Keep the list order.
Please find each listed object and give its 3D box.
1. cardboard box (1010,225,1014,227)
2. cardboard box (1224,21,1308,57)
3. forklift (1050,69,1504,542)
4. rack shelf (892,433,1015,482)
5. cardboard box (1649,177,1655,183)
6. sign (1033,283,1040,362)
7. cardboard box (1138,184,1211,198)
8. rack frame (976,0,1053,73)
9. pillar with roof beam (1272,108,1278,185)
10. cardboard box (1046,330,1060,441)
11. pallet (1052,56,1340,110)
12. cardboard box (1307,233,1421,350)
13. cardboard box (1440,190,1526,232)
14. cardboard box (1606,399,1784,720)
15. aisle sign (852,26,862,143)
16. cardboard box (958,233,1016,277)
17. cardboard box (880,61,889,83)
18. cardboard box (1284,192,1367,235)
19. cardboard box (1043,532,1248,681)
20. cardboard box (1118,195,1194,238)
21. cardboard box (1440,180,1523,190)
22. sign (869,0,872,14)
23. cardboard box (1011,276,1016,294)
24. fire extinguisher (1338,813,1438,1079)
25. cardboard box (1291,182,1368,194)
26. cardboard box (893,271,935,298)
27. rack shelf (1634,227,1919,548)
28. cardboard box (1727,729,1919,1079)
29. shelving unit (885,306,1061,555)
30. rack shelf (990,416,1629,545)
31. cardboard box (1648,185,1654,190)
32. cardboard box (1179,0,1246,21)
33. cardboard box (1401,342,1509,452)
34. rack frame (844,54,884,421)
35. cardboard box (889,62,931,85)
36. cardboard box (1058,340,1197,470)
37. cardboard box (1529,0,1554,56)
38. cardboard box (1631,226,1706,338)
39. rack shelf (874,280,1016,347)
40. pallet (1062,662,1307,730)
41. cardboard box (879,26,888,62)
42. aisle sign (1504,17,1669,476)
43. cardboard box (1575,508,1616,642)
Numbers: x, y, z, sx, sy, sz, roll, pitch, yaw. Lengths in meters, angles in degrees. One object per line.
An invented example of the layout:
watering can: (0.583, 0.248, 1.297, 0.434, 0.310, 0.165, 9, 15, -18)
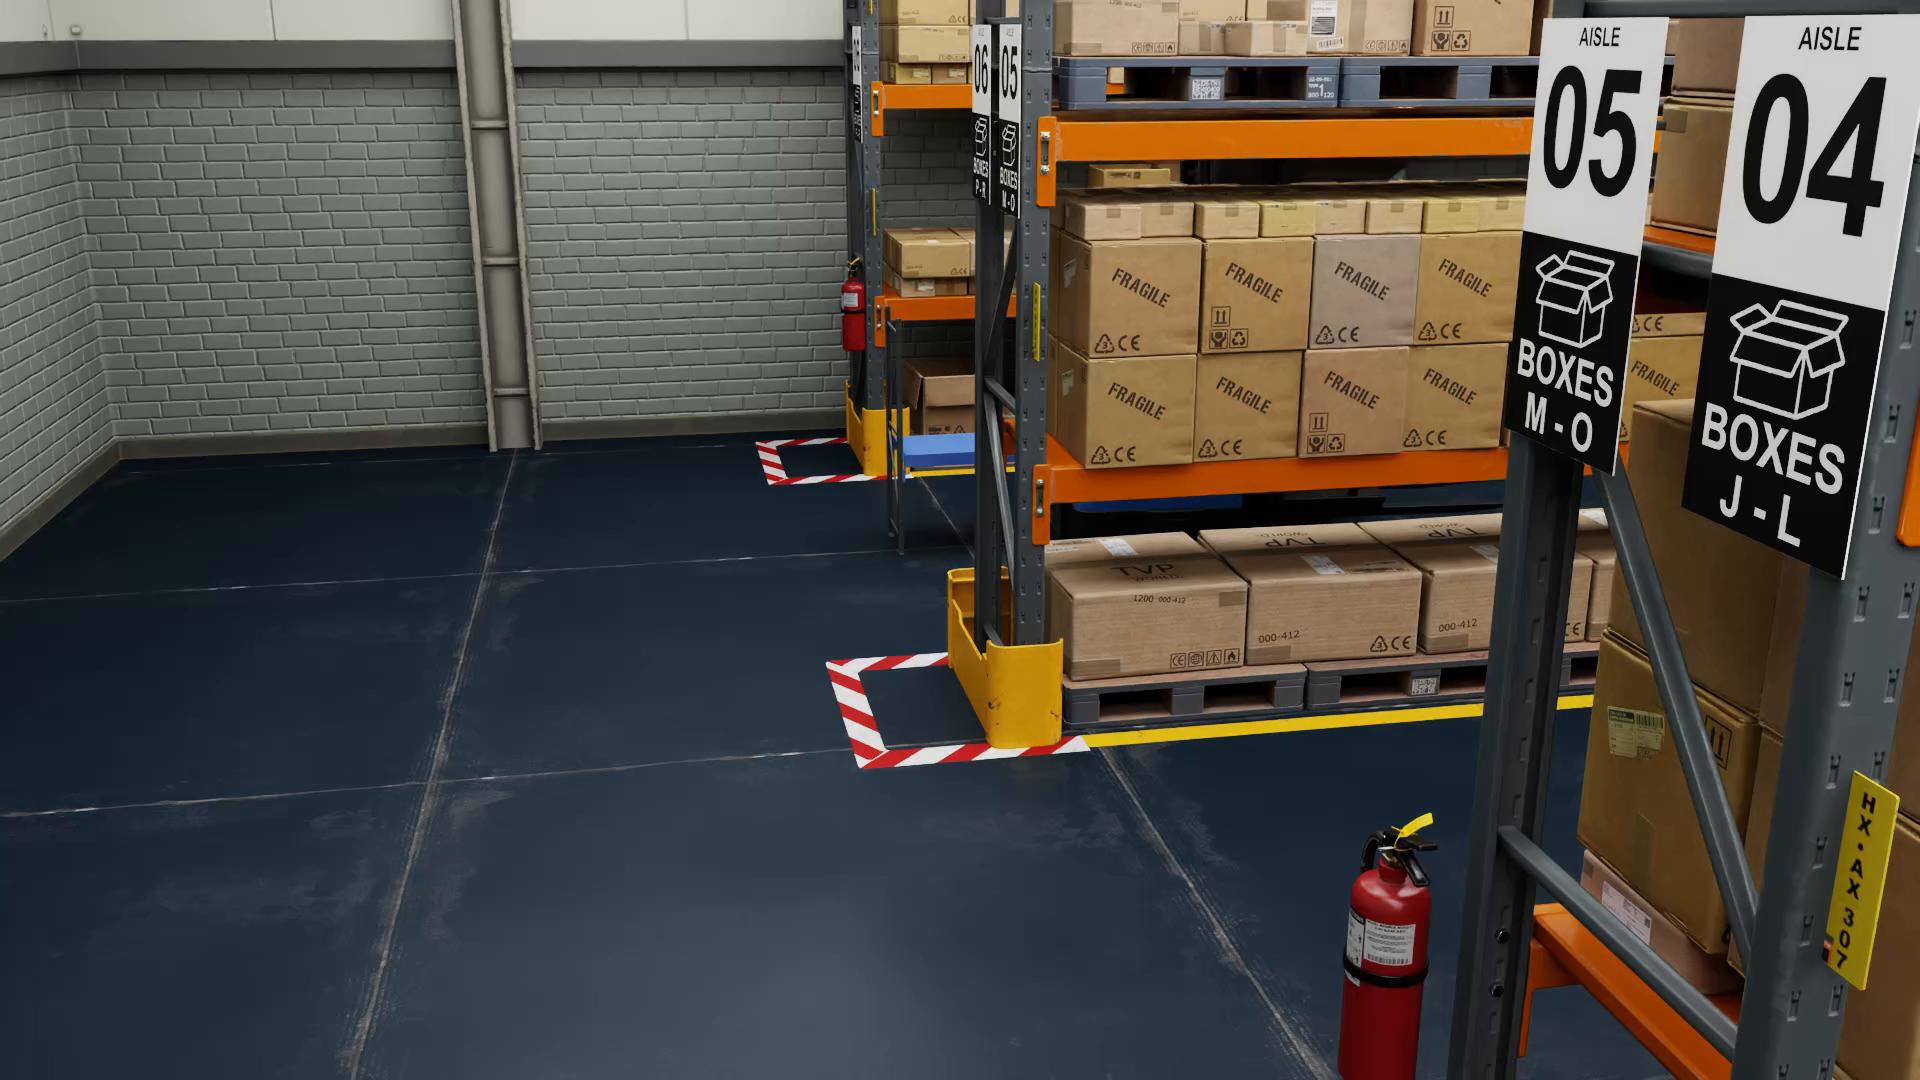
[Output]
cardboard box: (0.678, -2.302, 12.948, 0.500, 0.250, 0.500, -3, 17, -9)
cardboard box: (1.340, -2.201, 7.303, 0.250, 0.149, 0.380, -3, 17, -8)
forklift: (2.161, -1.476, 10.624, 3.031, 2.935, 1.130, -2, 17, -6)
rack shelf: (0.084, -0.550, 10.660, 1.000, 0.185, 0.538, -3, 17, -10)
cardboard box: (3.548, -1.741, 8.395, 0.250, 0.149, 0.380, -3, 17, -10)
sign: (0.328, -0.936, 7.140, 0.005, 0.325, 0.100, -3, 17, -10)
cardboard box: (1.025, -1.618, 7.992, 0.250, 0.149, 0.380, -3, 17, -11)
rack frame: (0.228, -3.512, 6.920, 0.127, 3.000, 1.000, -3, 17, -10)
pillar with roof beam: (3.172, -4.146, 8.983, 0.400, 9.000, 9.100, -3, 17, -10)
cardboard box: (0.652, -0.795, 8.122, 0.500, 0.500, 0.500, -3, 17, -10)
pallet: (0.955, -2.080, 7.518, 1.213, 0.211, 1.003, -3, 17, -10)
cardboard box: (1.763, -1.177, 7.660, 0.500, 0.500, 0.500, -3, 17, -11)
cardboard box: (2.408, -1.523, 7.684, 0.250, 0.149, 0.380, -3, 17, -10)
cardboard box: (1.669, 0.012, 3.285, 0.500, 0.500, 0.500, -4, 17, -12)
aisle sign: (-0.728, -3.229, 11.790, 0.004, 0.787, 0.394, -3, 17, -10)
cardboard box: (0.274, -2.121, 12.359, 0.500, 0.250, 0.500, -3, 17, -10)
cardboard box: (-0.447, -3.473, 12.331, 0.250, 0.149, 0.380, -3, 17, -9)
cardboard box: (1.653, -1.487, 7.565, 0.250, 0.149, 0.380, -3, 17, -10)
cardboard box: (0.857, 0.314, 8.329, 0.875, 0.438, 0.875, -4, 17, -12)
cardboard box: (0.873, -1.455, 7.463, 0.250, 0.149, 0.380, -3, 17, -9)
cardboard box: (2.552, -1.675, 8.178, 0.250, 0.149, 0.380, -3, 17, -11)
sign: (-0.614, -3.770, 11.381, 0.005, 0.325, 0.100, -3, 17, -10)
cardboard box: (0.410, -1.943, 12.456, 0.250, 0.149, 0.380, -3, 17, -9)
fire extinguisher: (0.932, 0.873, 3.627, 0.183, 0.674, 0.296, -3, 17, -10)
cardboard box: (1.785, -1.645, 8.080, 0.250, 0.149, 0.380, -3, 17, -9)
cardboard box: (-0.342, -1.894, 12.298, 0.250, 0.149, 0.380, -3, 17, -11)
rack shelf: (3.230, -0.425, 3.201, 4.000, 0.370, 1.077, -3, 17, -10)
cardboard box: (1.760, 0.642, 2.937, 0.500, 0.500, 0.500, -2, 17, -8)
shelving unit: (0.084, -0.722, 10.607, 1.048, 1.500, 0.538, -3, 17, -10)
rack shelf: (2.192, -0.412, 8.270, 4.000, 0.370, 1.077, -3, 17, -10)
cardboard box: (3.387, -1.600, 7.933, 0.250, 0.149, 0.380, -3, 17, -10)
cardboard box: (1.765, -3.887, 12.147, 0.500, 0.250, 0.500, -3, 17, -9)
cardboard box: (2.237, -0.728, 7.904, 0.500, 0.500, 0.500, -3, 17, -9)
rack frame: (-0.717, -2.075, 12.459, 0.127, 3.000, 1.000, -3, 17, -10)
cardboard box: (-0.360, -3.340, 11.895, 0.250, 0.149, 0.380, -3, 17, -9)
cardboard box: (0.754, -0.636, 7.604, 0.500, 0.500, 0.500, -3, 17, -11)
cardboard box: (2.838, -2.515, 7.720, 0.637, 0.503, 0.797, -2, 17, -6)
cardboard box: (3.245, -1.261, 7.936, 0.500, 0.500, 0.500, -3, 17, -11)
rack shelf: (1.247, -1.843, 12.928, 4.000, 0.370, 1.077, -3, 17, -10)
pallet: (0.998, 0.621, 8.429, 1.213, 0.211, 1.003, -3, 17, -10)
cardboard box: (-0.332, -3.683, 12.333, 0.500, 0.250, 0.500, -4, 17, -11)
aisle sign: (1.138, -0.548, 3.060, 0.004, 0.787, 0.394, -3, 17, -10)
cardboard box: (3.519, 0.161, 8.828, 0.875, 0.438, 0.875, -3, 17, -11)
